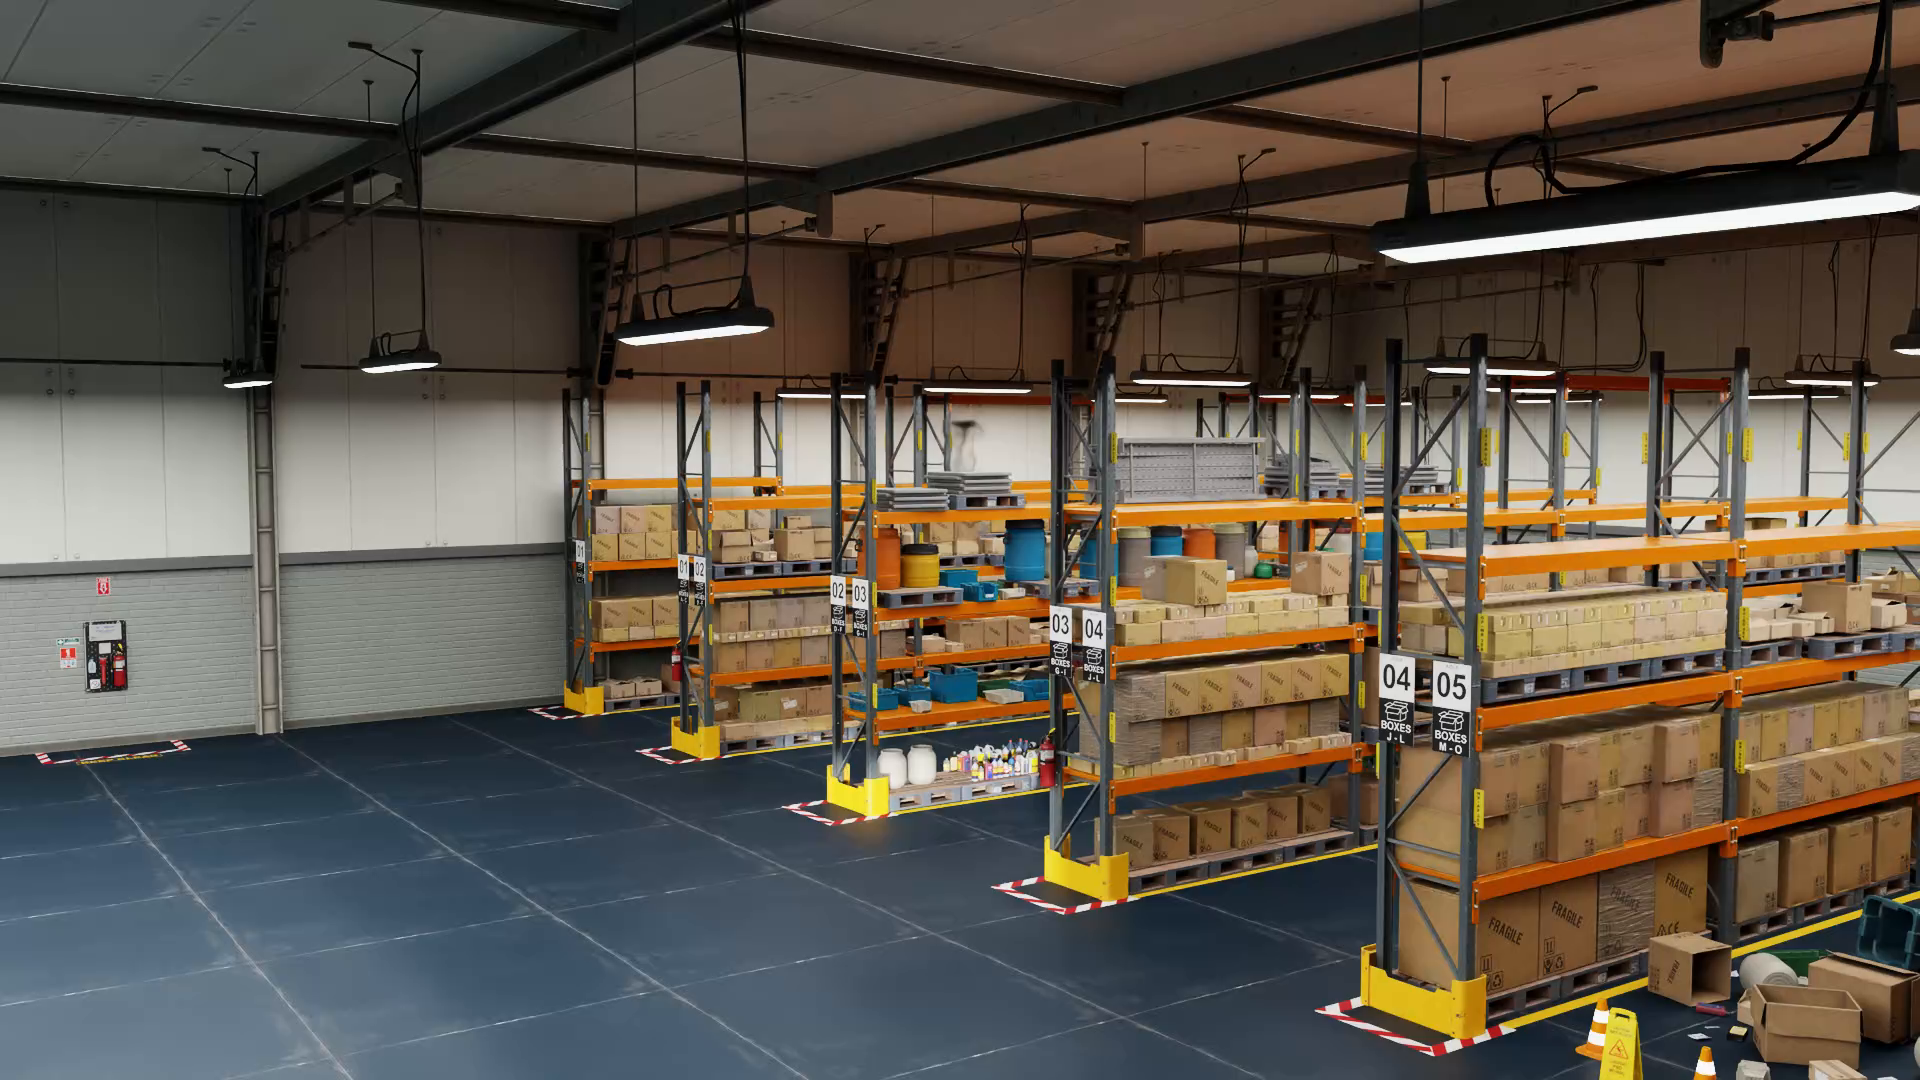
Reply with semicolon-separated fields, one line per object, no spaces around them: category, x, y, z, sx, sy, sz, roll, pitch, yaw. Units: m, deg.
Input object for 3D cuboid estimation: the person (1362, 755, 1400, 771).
person;5.977;2.755;23.951;0.845;1.774;0.655;-2;4;-34
